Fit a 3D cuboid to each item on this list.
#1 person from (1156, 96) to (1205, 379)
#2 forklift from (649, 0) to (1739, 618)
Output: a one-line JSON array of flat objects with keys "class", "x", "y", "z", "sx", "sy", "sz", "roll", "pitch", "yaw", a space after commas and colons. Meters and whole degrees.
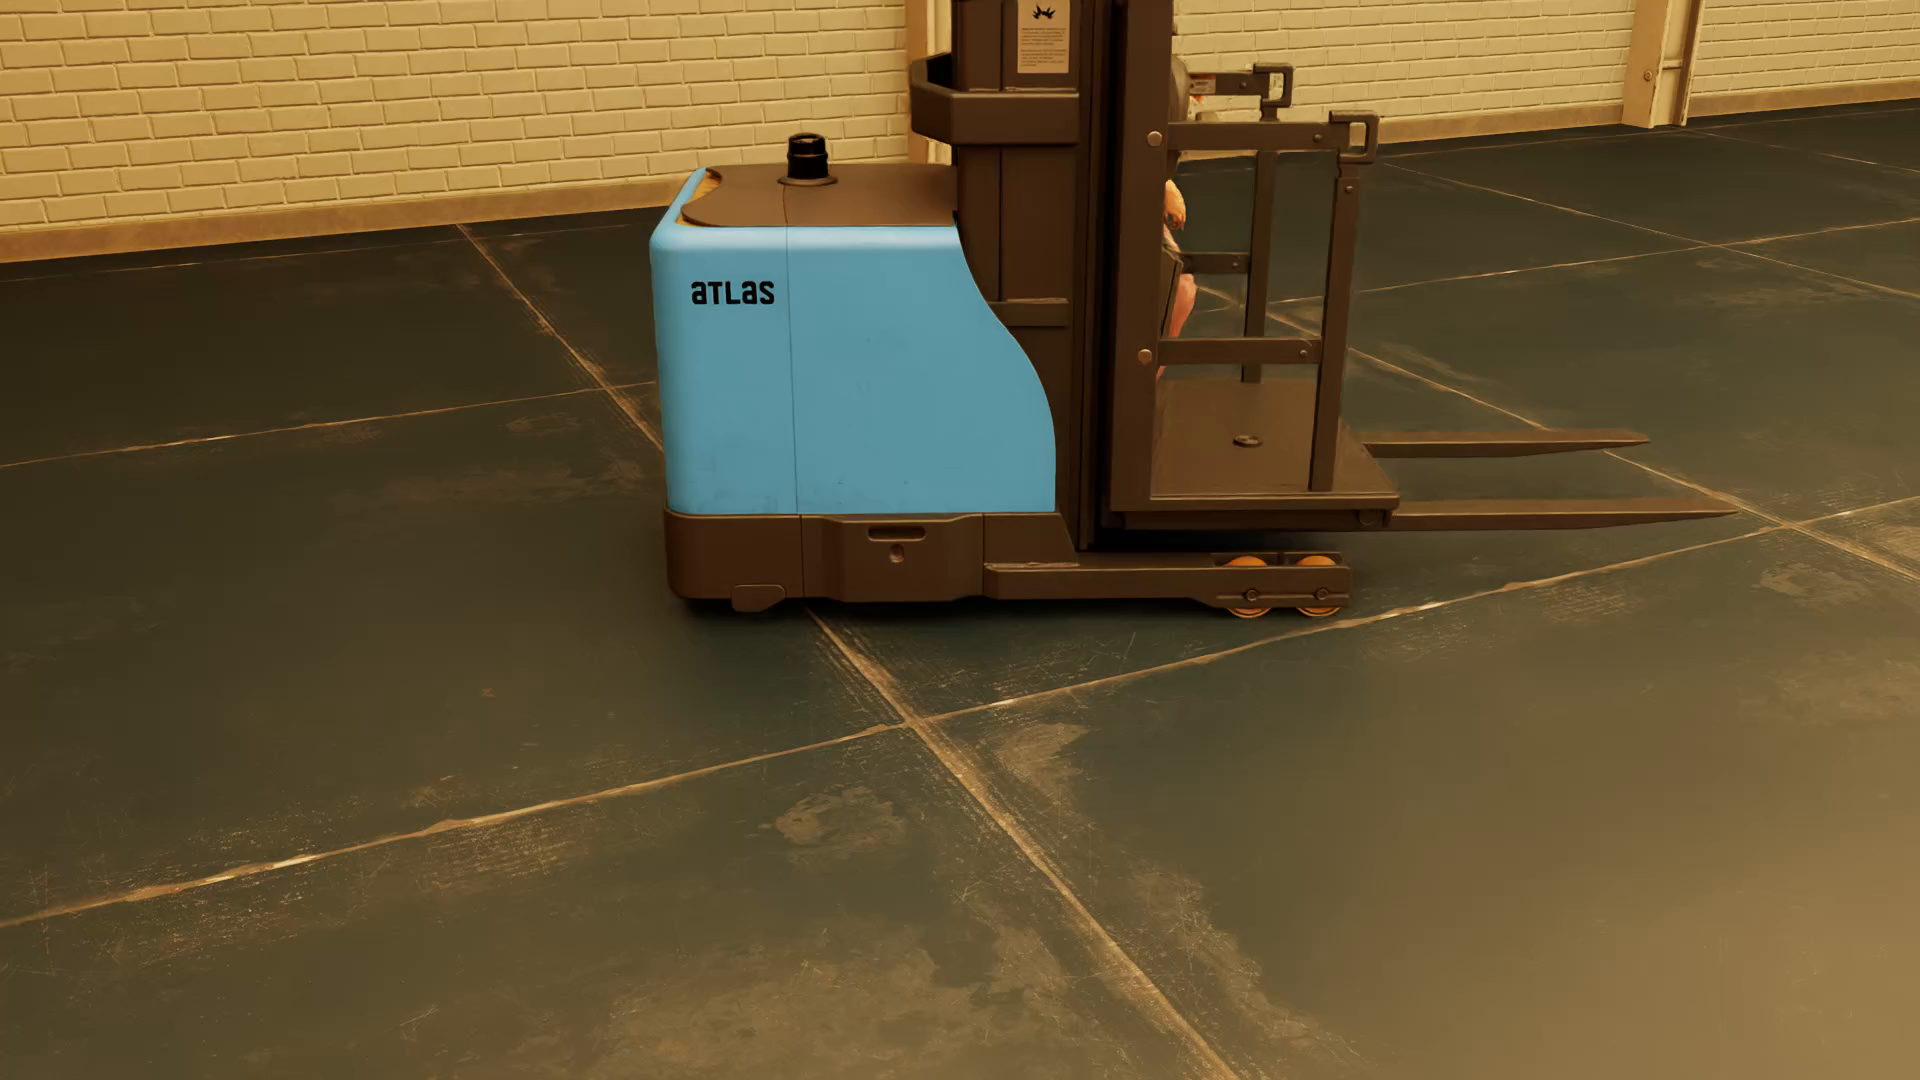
[{"class": "person", "x": 0.538, "y": -1.218, "z": 6.027, "sx": 0.817, "sy": 1.519, "sz": 0.778, "roll": -17, "pitch": 28, "yaw": -35}, {"class": "forklift", "x": 0.694, "y": -1.342, "z": 4.516, "sx": 3.031, "sy": 2.935, "sz": 1.130, "roll": -1, "pitch": 23, "yaw": -1}]
